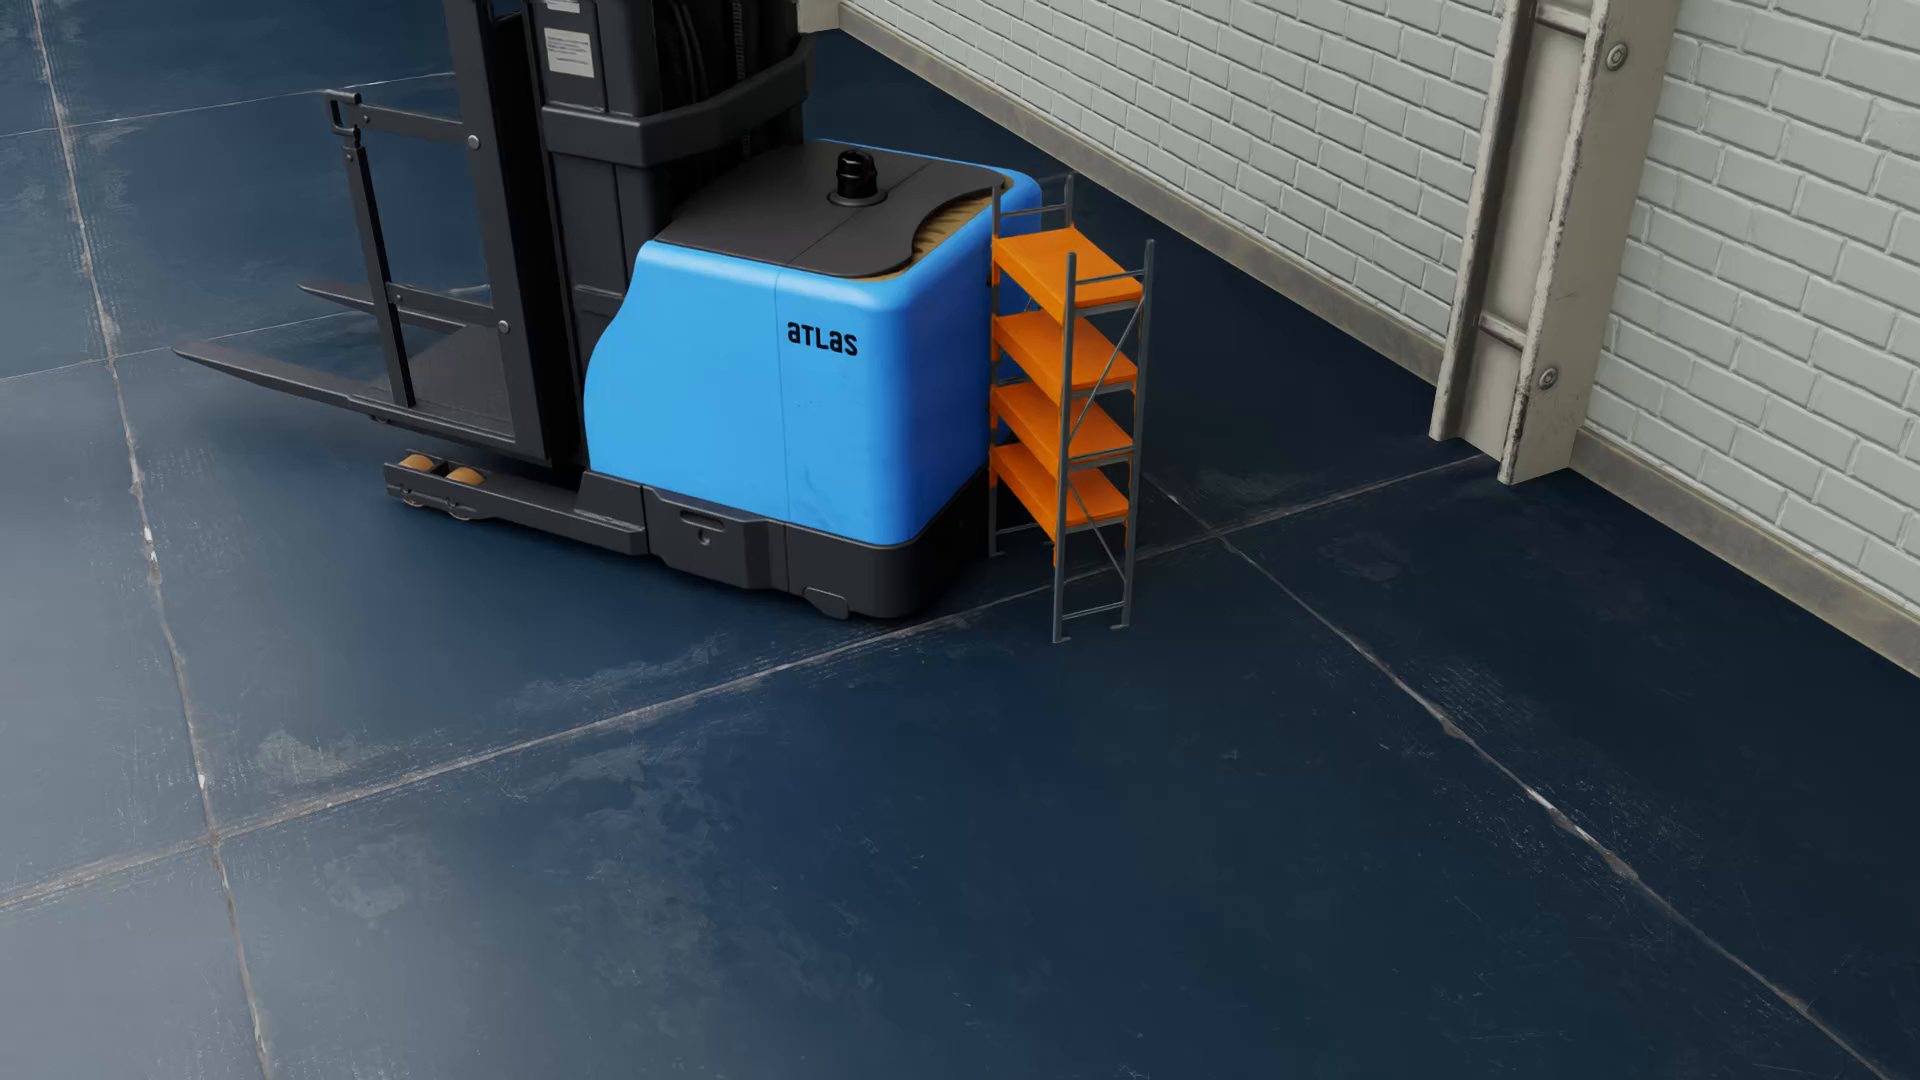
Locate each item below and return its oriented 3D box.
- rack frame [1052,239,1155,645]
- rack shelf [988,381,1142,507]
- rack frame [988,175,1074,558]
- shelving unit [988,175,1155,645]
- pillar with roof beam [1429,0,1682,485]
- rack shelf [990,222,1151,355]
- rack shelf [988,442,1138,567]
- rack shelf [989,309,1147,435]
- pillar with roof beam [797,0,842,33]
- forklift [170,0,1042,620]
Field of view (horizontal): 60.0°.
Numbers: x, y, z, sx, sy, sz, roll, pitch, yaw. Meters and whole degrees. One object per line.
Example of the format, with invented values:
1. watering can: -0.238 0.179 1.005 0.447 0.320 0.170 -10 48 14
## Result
1. rack frame: 0.381 -0.231 4.499 0.240 1.200 0.015 -12 35 -18
2. rack shelf: 0.291 -0.297 4.726 0.258 0.148 0.480 -12 35 -18
3. rack frame: 0.201 -0.476 4.881 0.240 1.200 0.015 -12 35 -18
4. shelving unit: 0.291 -0.354 4.690 0.258 1.200 0.503 -12 35 -18
5. pillar with roof beam: -1.942 -3.020 1.622 9.100 9.000 0.400 -16 36 -23
6. rack shelf: 0.291 -0.685 4.478 0.258 0.148 0.480 -12 35 -18
7. rack shelf: 0.291 -0.130 4.833 0.258 0.148 0.480 -12 35 -18
8. rack shelf: 0.291 -0.485 4.605 0.258 0.148 0.480 -12 35 -18
9. pillar with roof beam: -4.740 -5.883 6.091 9.100 9.000 0.400 -16 36 -23
10. forklift: -1.298 -1.538 4.933 3.031 2.935 1.130 14 35 21
